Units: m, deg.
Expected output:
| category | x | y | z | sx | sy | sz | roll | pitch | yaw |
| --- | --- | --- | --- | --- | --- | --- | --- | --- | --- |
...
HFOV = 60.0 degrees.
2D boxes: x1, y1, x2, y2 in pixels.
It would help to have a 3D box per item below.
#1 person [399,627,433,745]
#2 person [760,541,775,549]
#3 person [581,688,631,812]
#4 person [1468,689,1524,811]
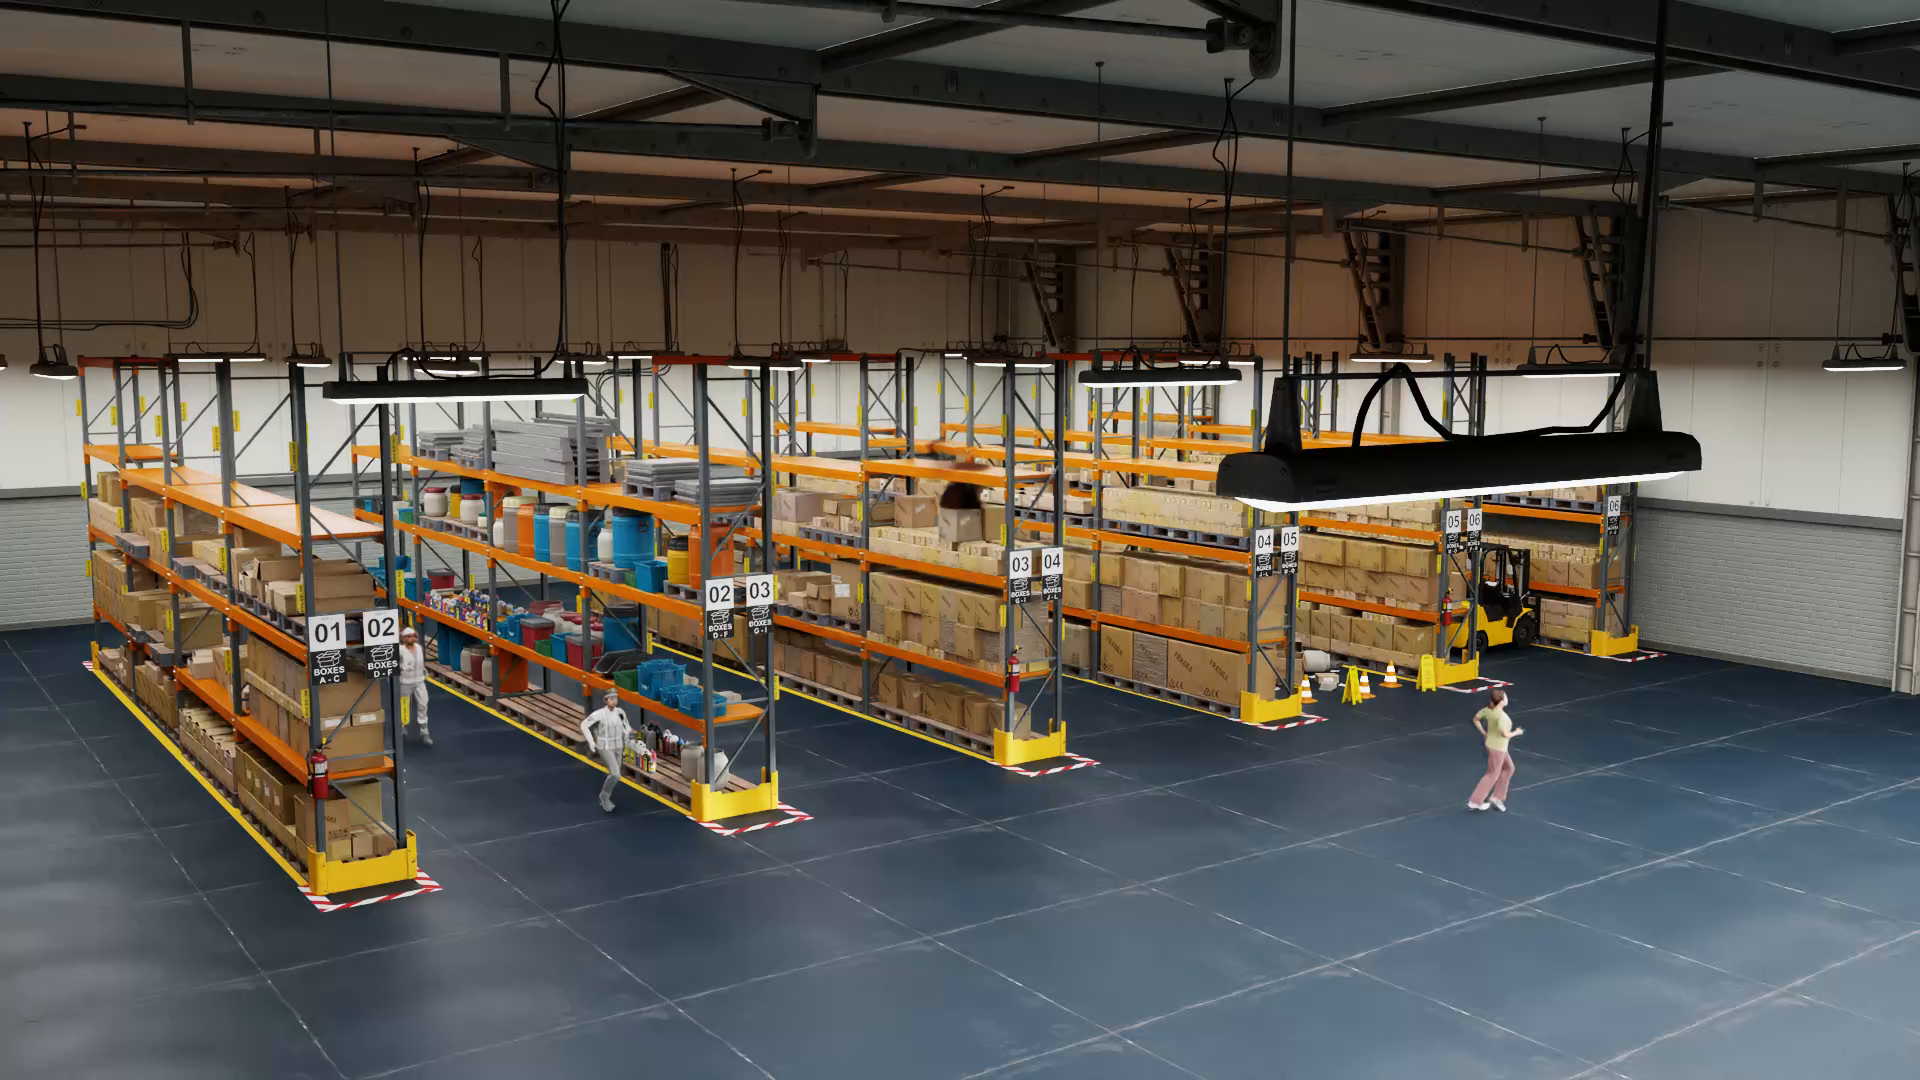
| category | x | y | z | sx | sy | sz | roll | pitch | yaw |
| --- | --- | --- | --- | --- | --- | --- | --- | --- | --- |
| person | -8.602 | 2.264 | 26.054 | 0.648 | 1.809 | 0.920 | -6 | 9 | -43 |
| person | -4.914 | 0.404 | 41.866 | 0.998 | 1.700 | 0.862 | -1 | 7 | -6 |
| person | -4.653 | 2.802 | 22.224 | 0.611 | 1.665 | 0.598 | 6 | 9 | 42 |
| person | 7.143 | 2.829 | 22.184 | 0.711 | 1.710 | 0.556 | 0 | 7 | -4 |
